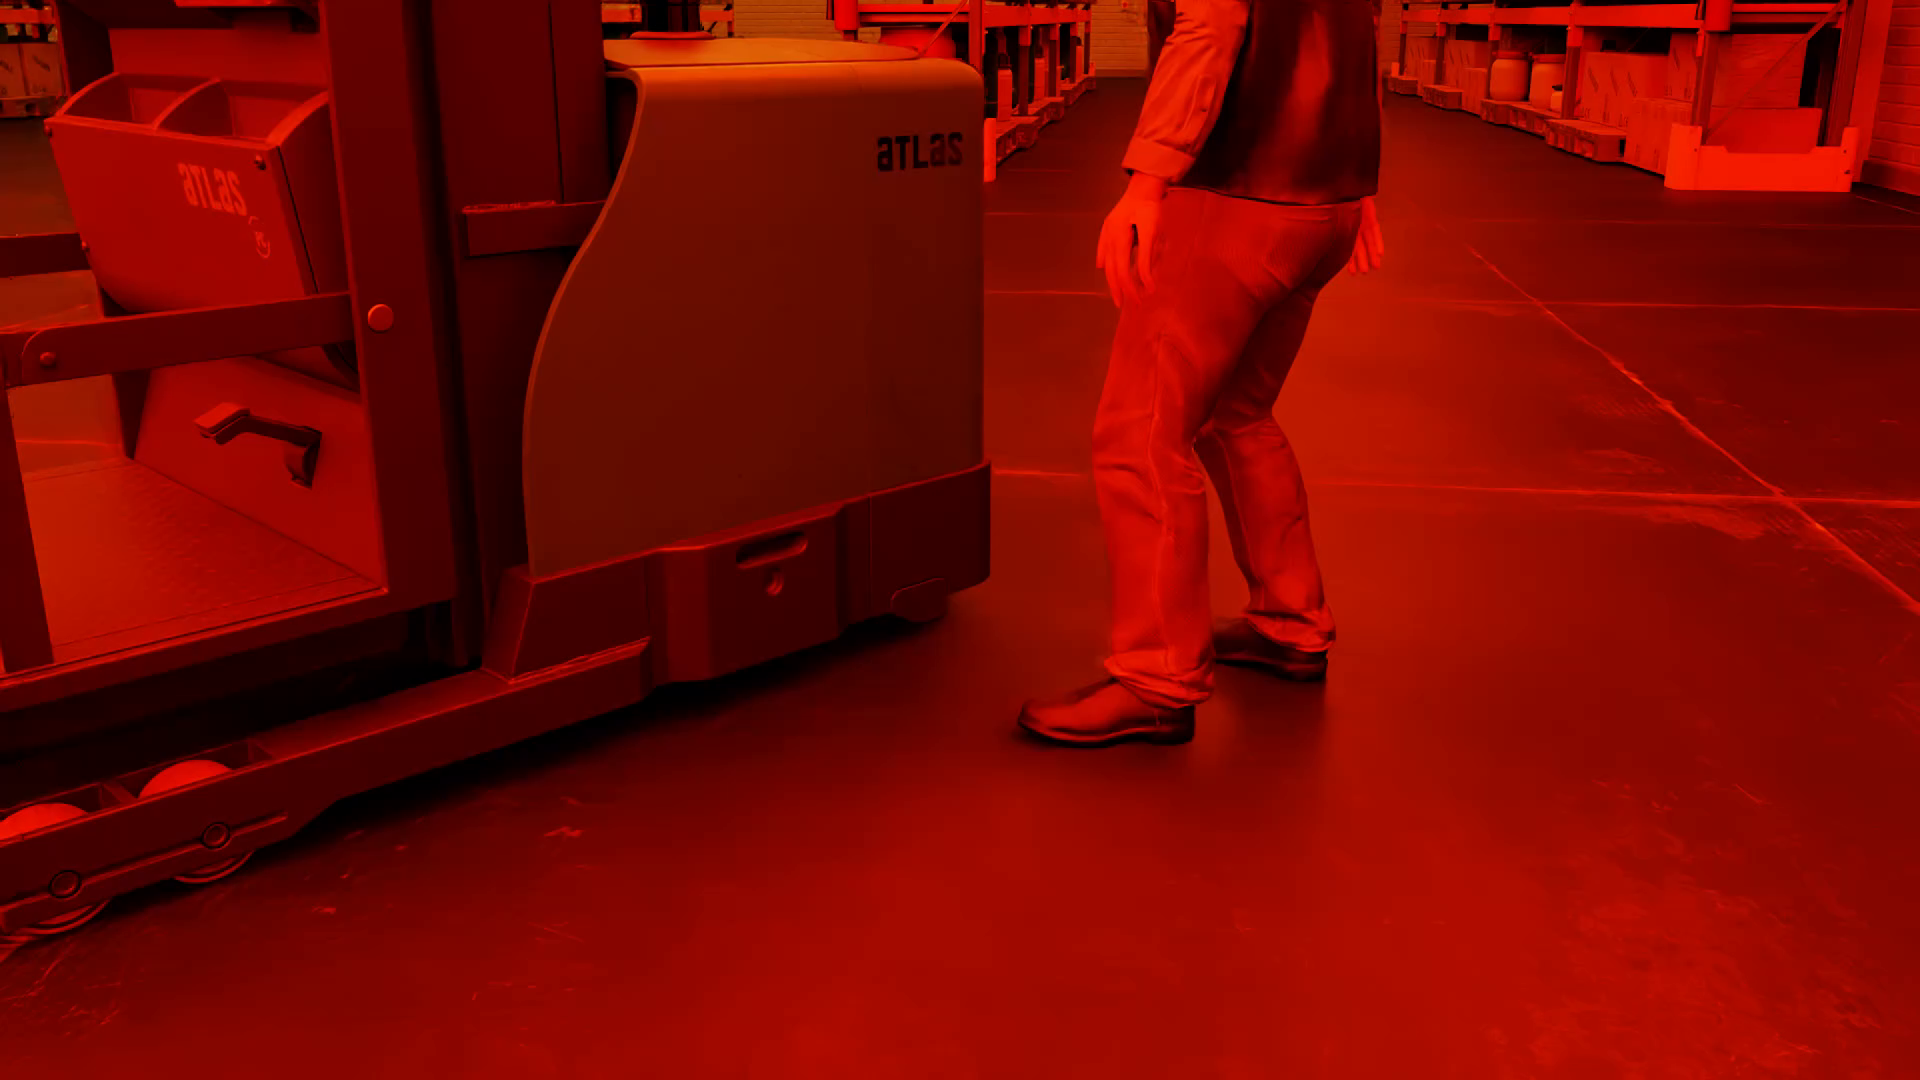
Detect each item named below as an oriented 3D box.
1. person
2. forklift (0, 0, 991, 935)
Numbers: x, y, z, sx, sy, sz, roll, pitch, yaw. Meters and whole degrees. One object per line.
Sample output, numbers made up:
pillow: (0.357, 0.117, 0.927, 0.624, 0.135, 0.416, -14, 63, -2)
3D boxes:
person: (0.462, -0.550, 2.758, 0.387, 1.695, 0.817, 11, 20, 30)
forklift: (-1.346, -1.056, 2.301, 3.031, 2.935, 1.130, -16, 24, -42)
